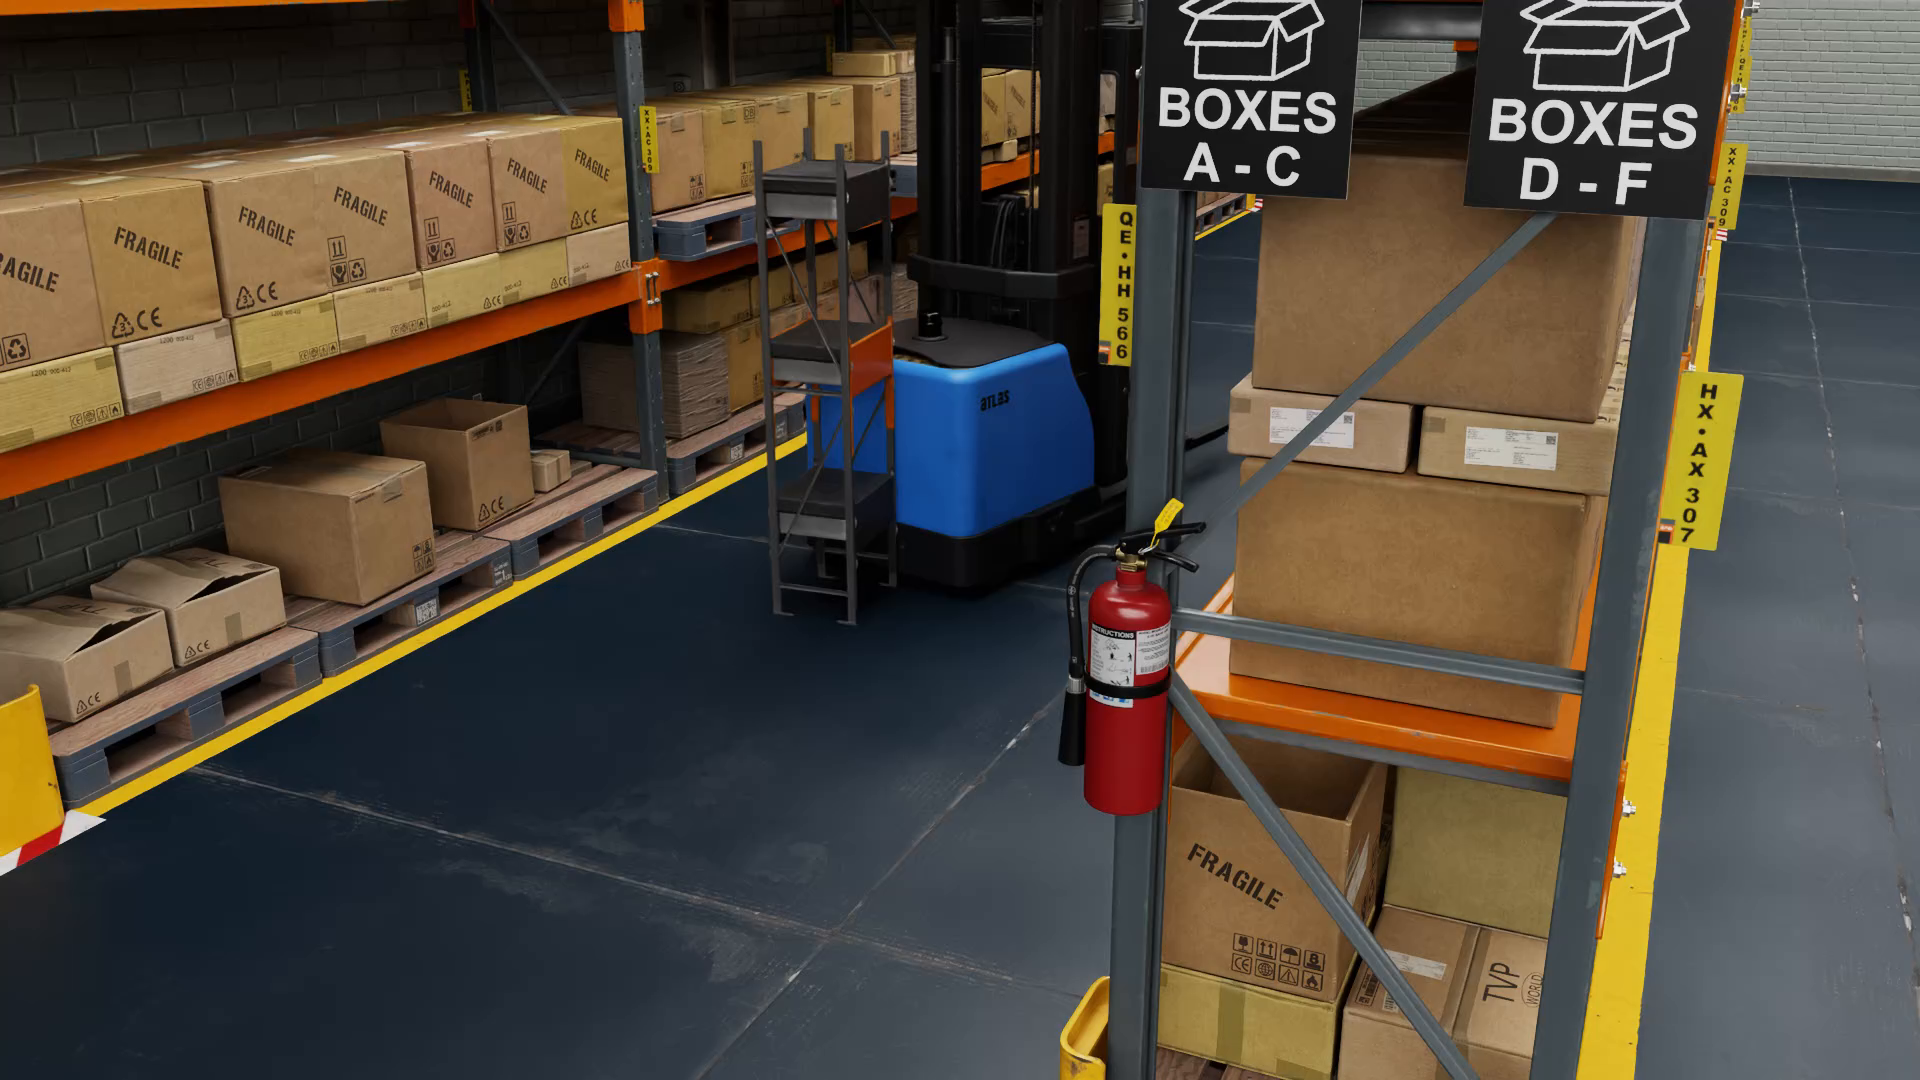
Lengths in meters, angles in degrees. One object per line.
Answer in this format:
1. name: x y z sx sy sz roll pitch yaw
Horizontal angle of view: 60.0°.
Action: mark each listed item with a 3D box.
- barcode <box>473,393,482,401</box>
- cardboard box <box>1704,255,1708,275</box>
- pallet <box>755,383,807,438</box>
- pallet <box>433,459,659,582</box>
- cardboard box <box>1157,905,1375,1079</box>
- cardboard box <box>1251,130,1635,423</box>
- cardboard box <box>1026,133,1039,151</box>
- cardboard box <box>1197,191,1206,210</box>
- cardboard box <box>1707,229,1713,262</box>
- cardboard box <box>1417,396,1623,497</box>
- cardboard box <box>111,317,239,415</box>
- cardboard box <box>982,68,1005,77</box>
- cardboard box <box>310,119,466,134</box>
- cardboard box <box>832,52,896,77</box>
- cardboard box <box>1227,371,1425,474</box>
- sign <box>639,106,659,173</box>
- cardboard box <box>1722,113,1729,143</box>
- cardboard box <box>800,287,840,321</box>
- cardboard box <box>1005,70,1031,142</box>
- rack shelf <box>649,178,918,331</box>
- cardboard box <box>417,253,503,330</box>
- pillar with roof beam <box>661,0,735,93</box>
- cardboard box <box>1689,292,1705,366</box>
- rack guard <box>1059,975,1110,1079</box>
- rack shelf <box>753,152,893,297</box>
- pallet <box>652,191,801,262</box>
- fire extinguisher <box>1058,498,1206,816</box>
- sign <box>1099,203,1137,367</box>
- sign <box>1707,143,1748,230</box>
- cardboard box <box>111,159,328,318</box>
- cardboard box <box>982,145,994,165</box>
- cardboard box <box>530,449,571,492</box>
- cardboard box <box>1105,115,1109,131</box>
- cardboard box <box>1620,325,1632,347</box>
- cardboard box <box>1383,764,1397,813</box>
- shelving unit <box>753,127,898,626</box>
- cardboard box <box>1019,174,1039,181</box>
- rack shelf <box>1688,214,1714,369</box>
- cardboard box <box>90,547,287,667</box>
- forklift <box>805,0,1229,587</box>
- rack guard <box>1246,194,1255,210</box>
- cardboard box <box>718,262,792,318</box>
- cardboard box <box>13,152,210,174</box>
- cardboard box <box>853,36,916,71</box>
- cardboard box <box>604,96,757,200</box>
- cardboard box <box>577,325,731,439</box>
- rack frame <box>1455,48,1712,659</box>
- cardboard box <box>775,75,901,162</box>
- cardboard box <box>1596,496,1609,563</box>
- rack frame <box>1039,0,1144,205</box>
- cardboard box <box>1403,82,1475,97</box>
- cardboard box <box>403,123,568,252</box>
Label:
1. barcode: -2.503 -0.723 8.622 0.001 0.075 0.075 9 21 23
2. cardboard box: 5.172 -1.822 12.191 0.500 0.500 0.500 8 21 21
3. pallet: -1.247 -0.974 10.892 1.003 0.211 1.213 9 21 23
4. pallet: -2.305 -0.151 8.579 1.003 0.211 1.213 9 21 23
5. cardboard box: 0.770 1.119 4.321 0.500 0.250 0.500 9 21 23
6. cardboard box: 1.045 -0.589 3.564 0.700 0.500 0.500 9 21 23
7. cardboard box: 0.423 -3.255 13.490 0.380 0.149 0.250 9 21 24
8. cardboard box: 2.246 -3.829 17.863 0.700 0.500 0.500 8 21 21
9. cardboard box: 5.794 -2.281 13.481 0.500 0.500 0.500 8 21 22
10. cardboard box: 1.178 -0.217 3.485 0.380 0.149 0.250 8 21 22
11. cardboard box: -3.011 -0.657 6.035 0.500 0.250 0.500 8 21 21
12. cardboard box: 0.008 -3.560 12.261 0.500 0.250 0.500 9 22 24
13. cardboard box: -2.661 -1.695 7.832 0.500 0.500 0.500 8 21 22
14. cardboard box: -0.657 -3.248 11.351 0.380 0.149 0.250 5 20 14
15. cardboard box: 0.803 -0.269 3.633 0.380 0.149 0.250 8 21 22
16. sign: -1.564 -2.011 8.355 0.100 0.325 0.005 9 21 23
17. cardboard box: 6.192 -3.608 13.987 0.500 0.500 0.500 9 22 24
18. cardboard box: -1.166 -1.403 11.011 0.700 0.500 0.500 8 21 22
19. cardboard box: 0.231 -3.367 12.836 0.500 0.500 0.500 9 22 24
20. rack shelf: -1.243 -1.948 10.542 1.077 0.370 4.000 9 21 23
21. cardboard box: -2.383 -1.120 7.337 0.500 0.250 0.500 8 21 22
22. pillar with roof beam: 2.182 -4.855 8.691 9.100 9.000 0.400 9 21 23
23. cardboard box: 4.543 -1.349 10.859 0.500 0.500 0.500 10 22 25
24. rack guard: 0.811 1.411 3.754 1.175 0.500 0.348 9 21 23
25. rack shelf: -0.574 -1.353 7.084 0.431 0.518 0.480 7 21 18
26. pallet: -1.617 -1.798 9.335 1.003 0.211 1.213 9 21 23
27. fire extinguisher: 0.348 0.235 3.447 0.296 0.674 0.183 9 21 23
28. sign: 0.331 -0.510 3.344 0.100 0.325 0.005 9 21 23
29. sign: 2.965 -1.366 6.423 0.100 0.325 0.005 9 21 23
30. cardboard box: -2.802 -1.156 6.317 0.500 0.500 0.500 8 21 21
31. cardboard box: 0.033 -2.934 12.586 0.380 0.149 0.250 9 21 23
32. cardboard box: -2.254 -0.380 8.632 0.380 0.166 0.250 6 20 16
33. cardboard box: 1.104 -3.716 14.787 0.380 0.149 0.250 9 22 24
34. cardboard box: 1.492 -0.451 4.143 0.380 0.149 0.250 8 21 22
35. cardboard box: 1.165 0.458 5.062 0.500 0.500 0.500 9 21 23
36. shelving unit: -0.572 -0.708 7.319 0.431 2.100 0.503 7 21 18
37. cardboard box: 0.705 -2.817 14.495 0.750 0.750 0.750 9 22 24
38. rack shelf: 3.277 -1.269 8.634 1.077 0.370 4.000 9 21 23
39. cardboard box: -3.102 0.234 6.691 0.500 0.311 0.500 11 22 27
40. forklift: 0.546 -1.590 8.565 1.130 2.935 3.031 15 24 35
41. rack guard: 2.861 -4.173 19.457 1.175 0.500 0.348 9 21 23
42. cardboard box: -1.389 -1.580 10.389 0.500 0.250 0.500 8 21 21
43. cardboard box: -3.278 -1.229 6.522 0.500 0.500 0.500 8 21 21
44. cardboard box: -0.475 -3.622 12.435 0.500 0.250 0.500 9 22 24
45. cardboard box: -1.588 -2.250 9.514 0.700 0.500 0.500 11 22 28
46. cardboard box: -1.776 -0.932 9.687 0.700 0.500 0.500 9 22 25
47. rack frame: 2.458 -0.997 6.794 1.000 3.000 0.127 9 21 23
48. cardboard box: -0.812 -2.833 11.151 0.700 0.500 0.500 6 21 18
49. cardboard box: 1.443 -0.274 4.613 0.700 0.500 0.500 9 21 23
50. rack frame: 1.214 -4.121 15.579 1.000 3.000 0.127 9 21 23
51. cardboard box: 1.666 -1.058 4.882 0.700 0.500 0.500 9 21 23
52. cardboard box: -2.173 -1.627 7.642 0.500 0.500 0.500 8 21 22
